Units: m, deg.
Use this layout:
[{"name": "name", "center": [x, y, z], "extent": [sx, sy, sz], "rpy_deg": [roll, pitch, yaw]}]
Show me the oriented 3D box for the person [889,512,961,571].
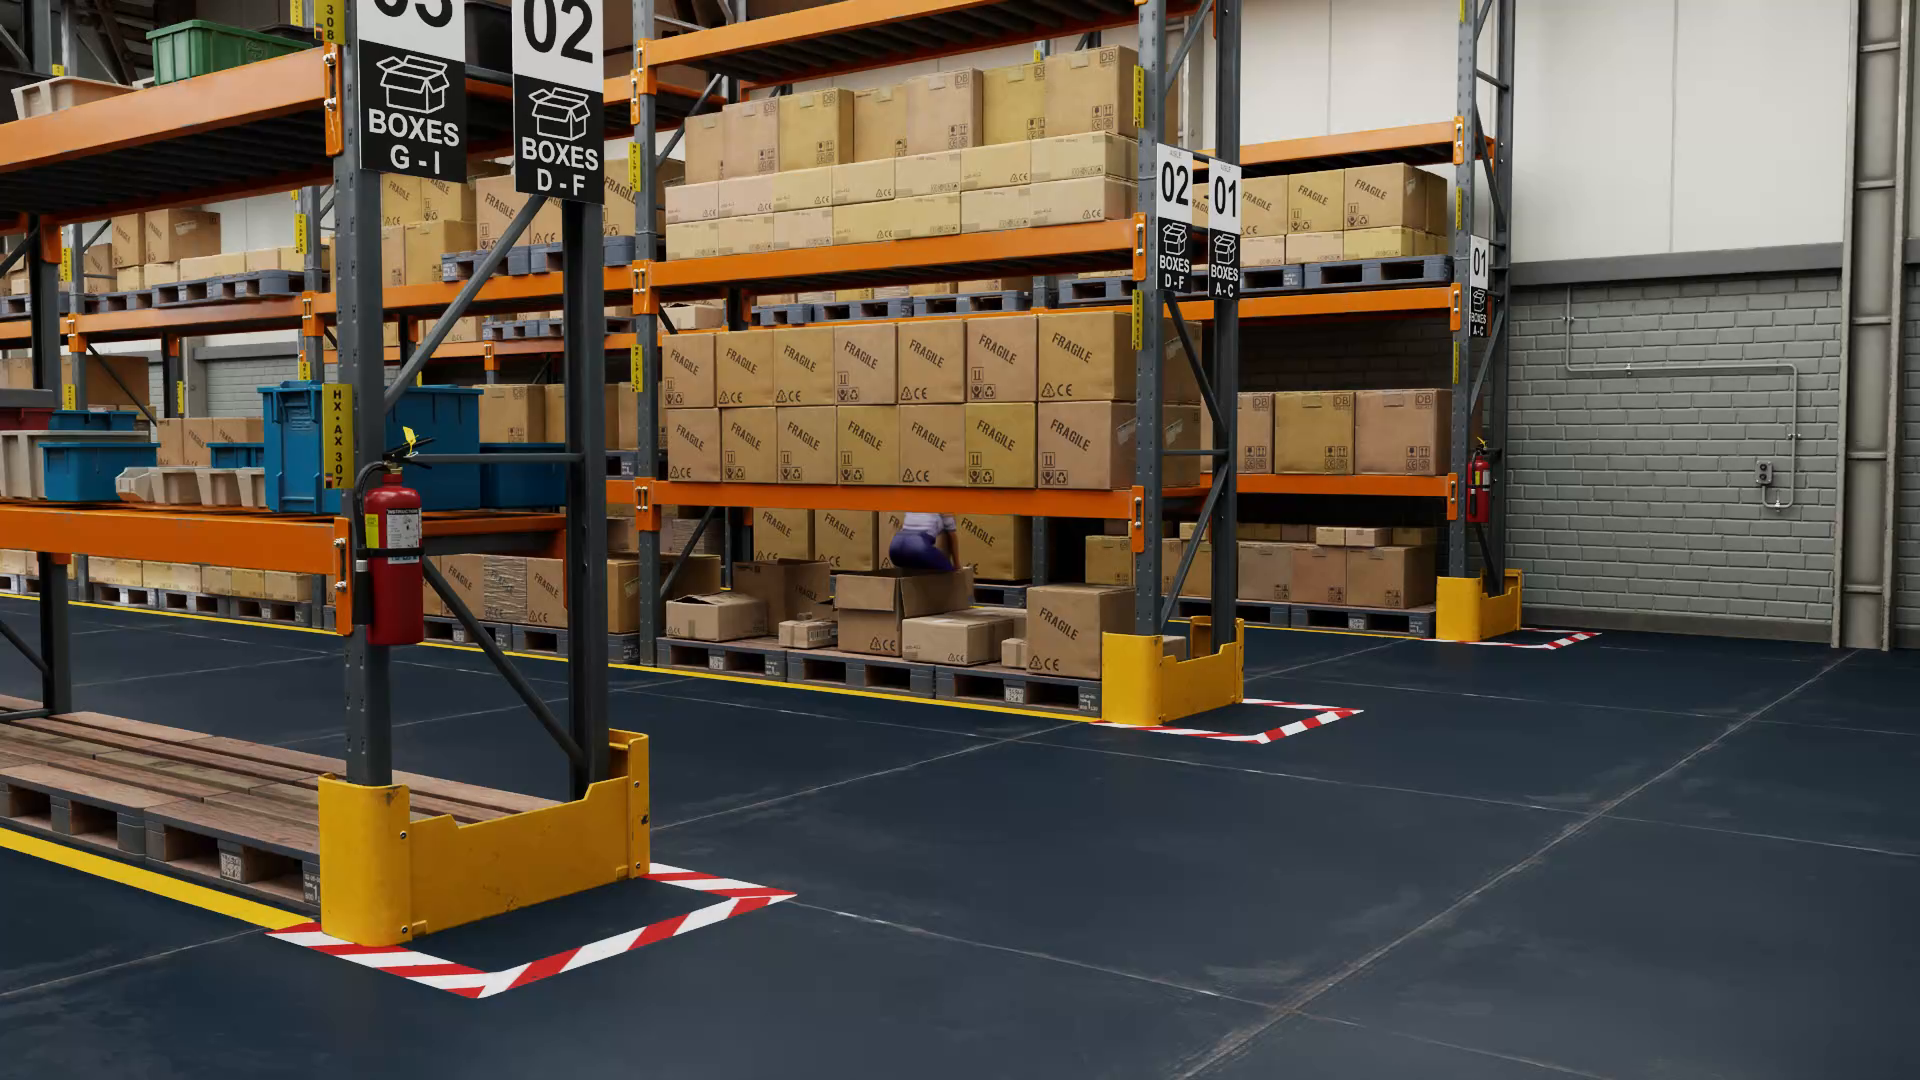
[{"name": "person", "center": [-0.325, 0.108, 14.611], "extent": [0.540, 1.230, 0.727], "rpy_deg": [2, 4, 36]}]
